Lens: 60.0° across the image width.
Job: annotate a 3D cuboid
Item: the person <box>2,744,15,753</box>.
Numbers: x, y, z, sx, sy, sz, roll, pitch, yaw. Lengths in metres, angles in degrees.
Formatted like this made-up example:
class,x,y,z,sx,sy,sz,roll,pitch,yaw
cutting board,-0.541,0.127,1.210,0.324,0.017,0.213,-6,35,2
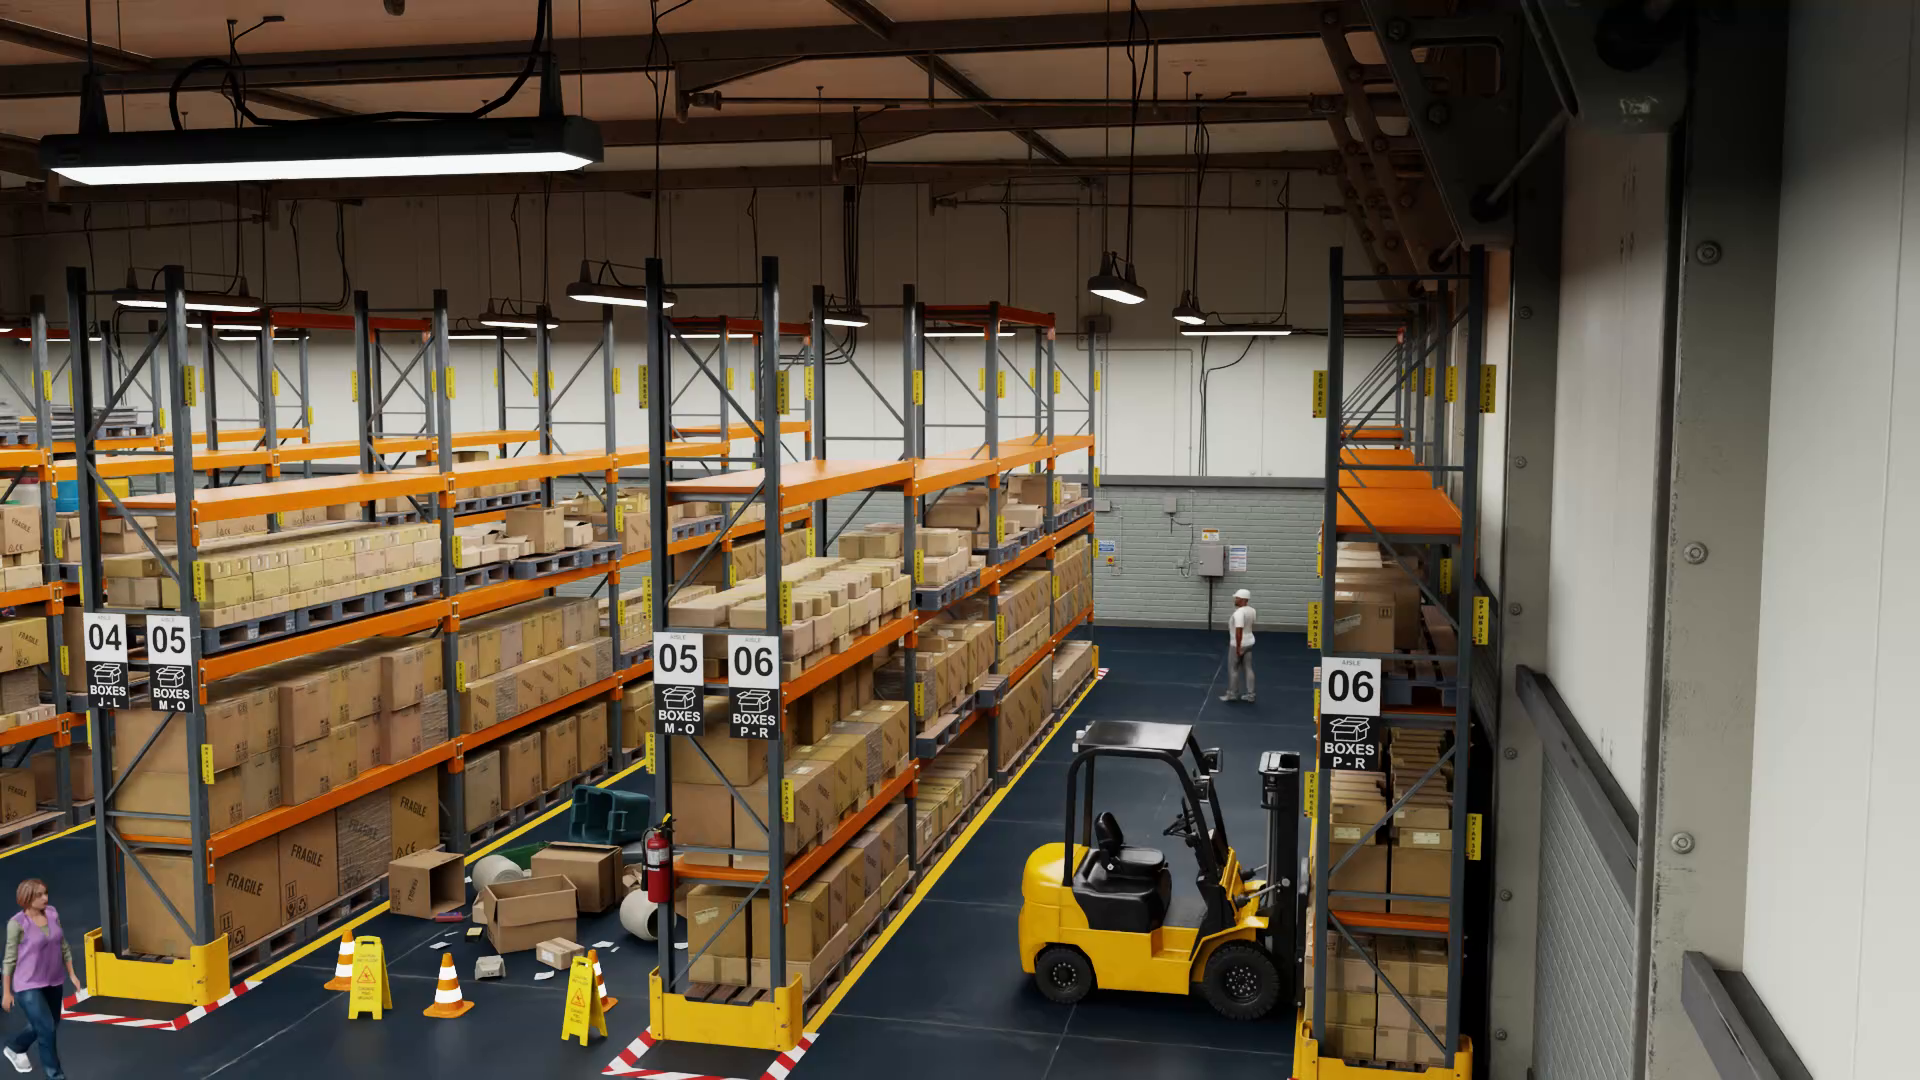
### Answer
class,x,y,z,sx,sy,sz,roll,pitch,yaw
person,-13.022,2.104,22.123,0.468,1.613,0.978,0,6,3

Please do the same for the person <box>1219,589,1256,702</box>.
class,x,y,z,sx,sy,sz,roll,pitch,yaw
person,4.393,1.652,26.084,0.610,1.777,0.655,-6,8,-45

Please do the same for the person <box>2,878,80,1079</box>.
class,x,y,z,sx,sy,sz,roll,pitch,yaw
person,-6.622,3.225,11.932,0.891,1.453,0.459,3,6,25
